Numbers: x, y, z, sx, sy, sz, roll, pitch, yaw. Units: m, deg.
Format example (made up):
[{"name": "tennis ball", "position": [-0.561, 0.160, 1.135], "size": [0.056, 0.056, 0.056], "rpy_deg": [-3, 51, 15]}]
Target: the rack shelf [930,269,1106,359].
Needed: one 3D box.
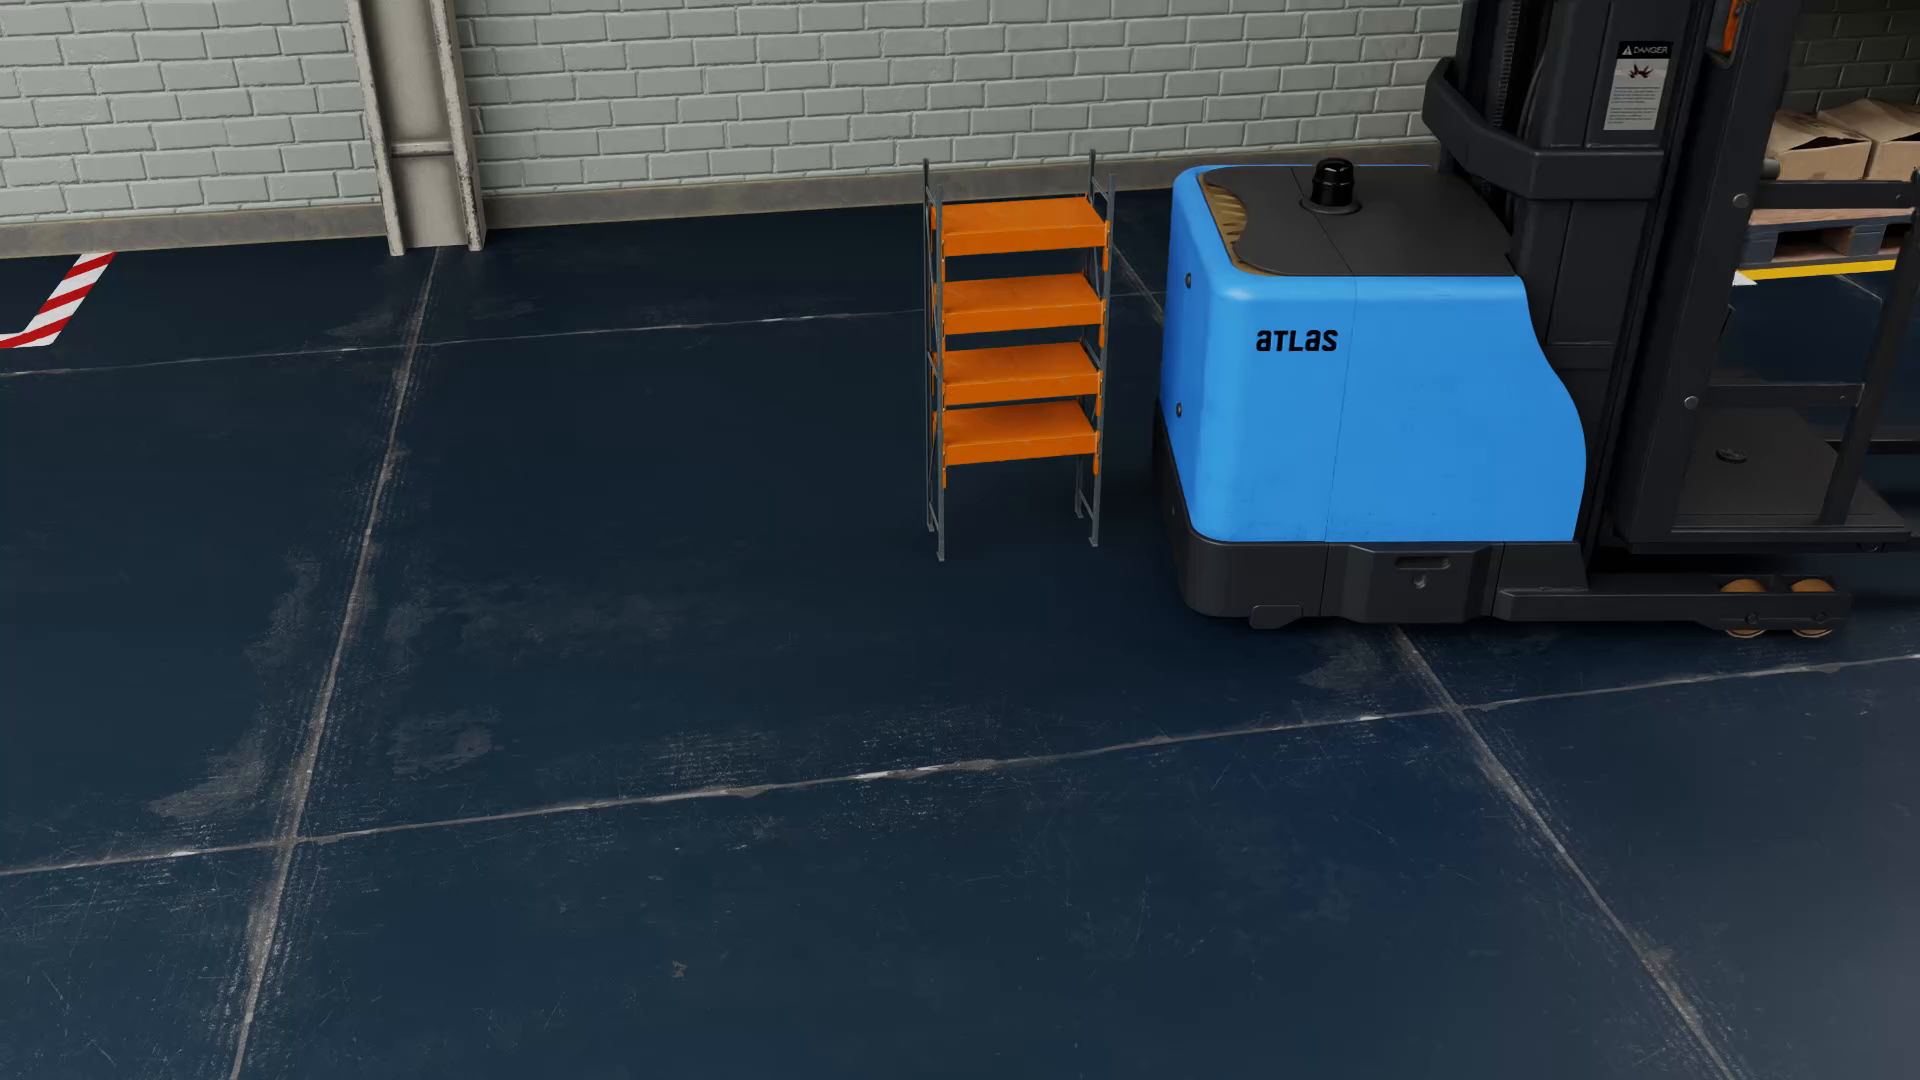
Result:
[{"name": "rack shelf", "position": [0.163, -0.667, 4.892], "size": [0.480, 0.148, 0.258], "rpy_deg": [-5, 31, -9]}]

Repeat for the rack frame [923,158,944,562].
[{"name": "rack frame", "position": [-0.077, -0.510, 4.934], "size": [0.015, 1.200, 0.240], "rpy_deg": [-5, 31, -9]}]

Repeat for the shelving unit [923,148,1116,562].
[{"name": "shelving unit", "position": [0.163, -0.532, 4.972], "size": [0.503, 1.200, 0.258], "rpy_deg": [-5, 31, -9]}]

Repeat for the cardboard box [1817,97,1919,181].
[{"name": "cardboard box", "position": [4.261, -1.806, 7.581], "size": [0.500, 0.311, 0.500], "rpy_deg": [-3, 31, -5]}]

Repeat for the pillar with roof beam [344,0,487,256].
[{"name": "pillar with roof beam", "position": [-1.590, -3.092, 1.631], "size": [0.400, 9.000, 9.100], "rpy_deg": [-5, 31, -9]}]

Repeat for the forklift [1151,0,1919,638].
[{"name": "forklift", "position": [2.156, -1.253, 4.489], "size": [3.031, 2.935, 1.130], "rpy_deg": [0, 30, 0]}]

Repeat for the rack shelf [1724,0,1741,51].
[{"name": "rack shelf", "position": [4.971, -2.578, 7.384], "size": [4.000, 0.370, 1.077], "rpy_deg": [-5, 31, -9]}]

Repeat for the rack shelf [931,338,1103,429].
[{"name": "rack shelf", "position": [0.163, -0.474, 5.006], "size": [0.480, 0.148, 0.258], "rpy_deg": [-5, 31, -9]}]

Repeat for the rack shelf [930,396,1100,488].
[{"name": "rack shelf", "position": [0.163, -0.303, 5.106], "size": [0.480, 0.148, 0.258], "rpy_deg": [-5, 31, -9]}]

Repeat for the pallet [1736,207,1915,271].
[{"name": "pallet", "position": [3.884, -1.567, 7.706], "size": [1.213, 0.211, 1.003], "rpy_deg": [-5, 31, -9]}]

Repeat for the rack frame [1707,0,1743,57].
[{"name": "rack frame", "position": [3.004, -2.705, 6.892], "size": [0.127, 3.000, 1.000], "rpy_deg": [-5, 31, -9]}]

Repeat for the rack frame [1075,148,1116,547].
[{"name": "rack frame", "position": [0.403, -0.555, 5.009], "size": [0.015, 1.200, 0.240], "rpy_deg": [-5, 31, -9]}]

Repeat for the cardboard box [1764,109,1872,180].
[{"name": "cardboard box", "position": [3.700, -1.754, 7.493], "size": [0.500, 0.311, 0.500], "rpy_deg": [-9, 32, -15]}]

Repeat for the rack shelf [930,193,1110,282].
[{"name": "rack shelf", "position": [0.163, -0.871, 4.772], "size": [0.480, 0.148, 0.258], "rpy_deg": [-5, 31, -9]}]
